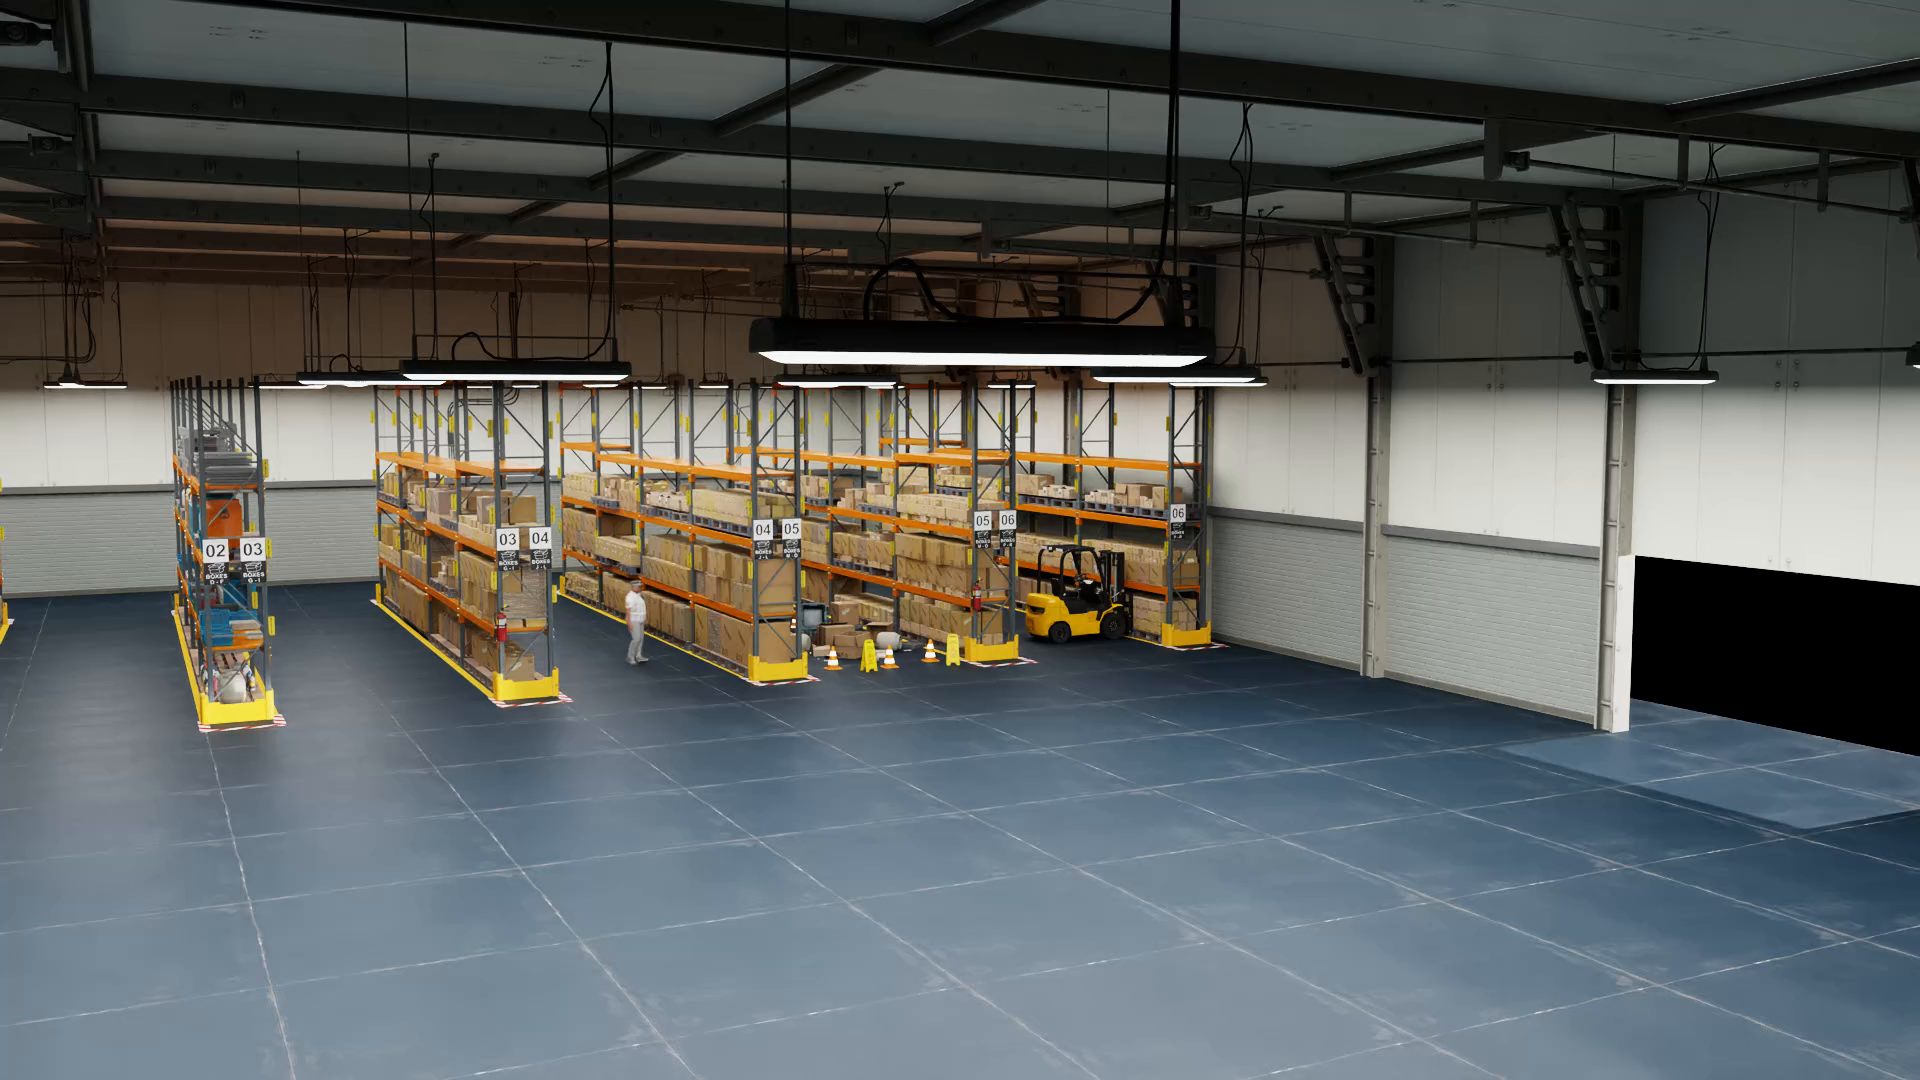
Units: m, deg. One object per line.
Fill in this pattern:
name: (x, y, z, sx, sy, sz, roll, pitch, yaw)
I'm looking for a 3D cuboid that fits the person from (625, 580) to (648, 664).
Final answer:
person: (-6.862, 1.743, 35.261, 0.421, 1.805, 0.601, 1, 5, 12)
